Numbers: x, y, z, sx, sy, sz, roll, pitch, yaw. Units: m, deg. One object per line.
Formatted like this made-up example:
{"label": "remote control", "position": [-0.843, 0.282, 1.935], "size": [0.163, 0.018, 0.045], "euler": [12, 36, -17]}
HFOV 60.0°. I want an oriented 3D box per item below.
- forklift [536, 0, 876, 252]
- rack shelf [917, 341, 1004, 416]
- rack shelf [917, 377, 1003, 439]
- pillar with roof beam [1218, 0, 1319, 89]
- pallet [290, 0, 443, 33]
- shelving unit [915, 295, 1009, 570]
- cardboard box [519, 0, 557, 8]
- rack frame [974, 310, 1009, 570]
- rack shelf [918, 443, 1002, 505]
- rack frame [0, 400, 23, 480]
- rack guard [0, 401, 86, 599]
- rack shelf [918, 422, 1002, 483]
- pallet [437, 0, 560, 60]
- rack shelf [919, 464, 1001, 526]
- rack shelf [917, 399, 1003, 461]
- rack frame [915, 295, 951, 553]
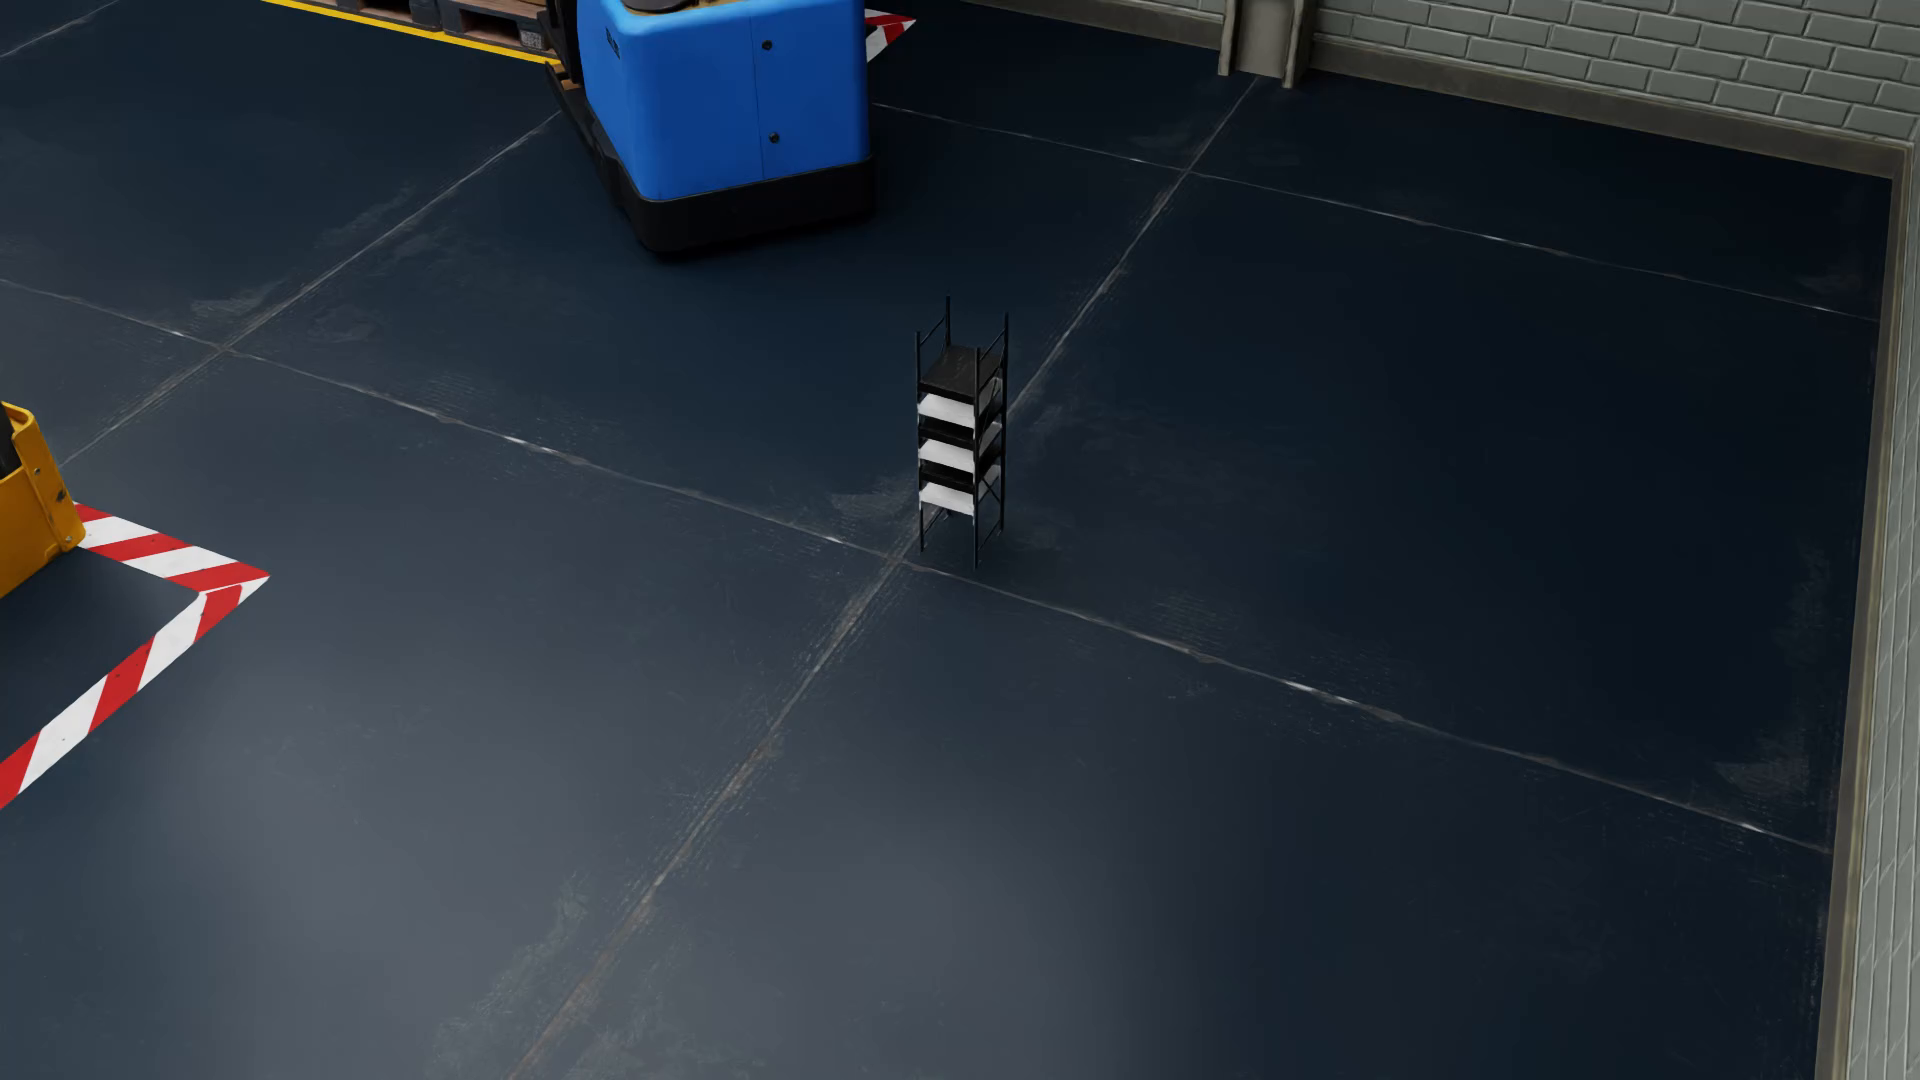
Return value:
{"label": "forklift", "position": [-1.412, -3.298, 7.317], "size": [1.130, 2.935, 3.031], "euler": [-15, 43, -17]}
{"label": "rack shelf", "position": [0.007, -0.517, 5.298], "size": [0.200, 0.077, 0.258], "euler": [17, 44, 19]}
{"label": "rack shelf", "position": [0.007, -0.449, 5.357], "size": [0.200, 0.077, 0.258], "euler": [17, 44, 19]}
{"label": "pillar with roof beam", "position": [-0.261, -3.262, 2.642], "size": [0.400, 9.000, 9.100], "euler": [17, 44, 19]}
{"label": "pallet", "position": [-3.113, -3.244, 9.332], "size": [1.213, 0.211, 1.003], "euler": [17, 44, 19]}
{"label": "shelving unit", "position": [0.007, -0.338, 5.453], "size": [0.210, 0.900, 0.258], "euler": [17, 44, 19]}
{"label": "cardboard box", "position": [-1.930, -3.133, 8.662], "size": [0.500, 0.500, 0.700], "euler": [17, 44, 19]}
{"label": "rack frame", "position": [0.099, -0.310, 5.420], "size": [0.006, 0.900, 0.240], "euler": [17, 44, 19]}
{"label": "rack shelf", "position": [0.007, -0.245, 5.533], "size": [0.200, 0.077, 0.258], "euler": [17, 44, 19]}
{"label": "rack frame", "position": [-3.345, -0.843, 4.432], "size": [0.127, 3.000, 1.000], "euler": [17, 44, 19]}
{"label": "rack guard", "position": [-3.413, 0.081, 5.275], "size": [0.348, 0.500, 1.175], "euler": [17, 44, 19]}
{"label": "rack shelf", "position": [0.007, -0.313, 5.474], "size": [0.200, 0.077, 0.258], "euler": [17, 44, 19]}
{"label": "pallet", "position": [-2.011, -2.905, 8.941], "size": [1.213, 0.211, 1.003], "euler": [17, 44, 19]}
{"label": "rack shelf", "position": [0.007, -0.177, 5.592], "size": [0.200, 0.077, 0.258], "euler": [17, 44, 19]}
{"label": "rack shelf", "position": [0.007, -0.381, 5.416], "size": [0.200, 0.077, 0.258], "euler": [17, 44, 19]}
{"label": "rack frame", "position": [-0.085, -0.366, 5.485], "size": [0.006, 0.900, 0.240], "euler": [17, 44, 19]}
